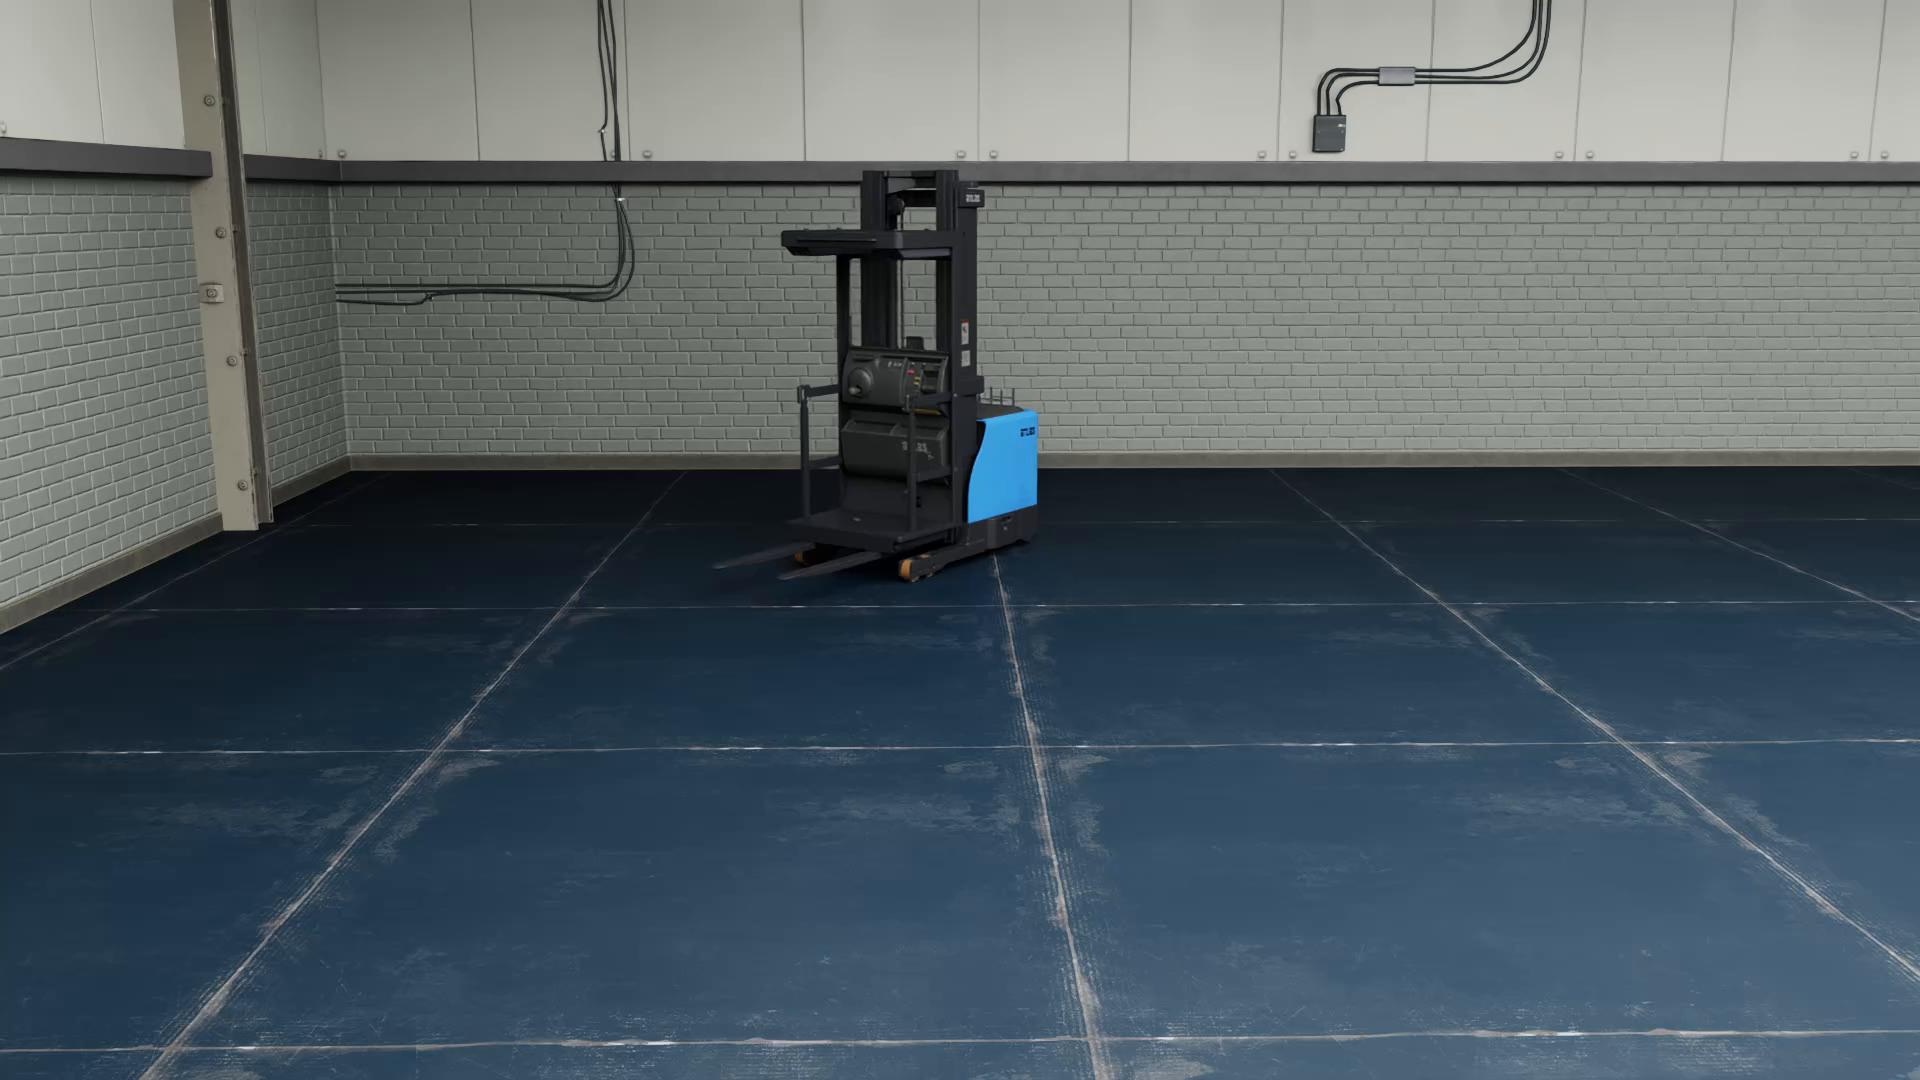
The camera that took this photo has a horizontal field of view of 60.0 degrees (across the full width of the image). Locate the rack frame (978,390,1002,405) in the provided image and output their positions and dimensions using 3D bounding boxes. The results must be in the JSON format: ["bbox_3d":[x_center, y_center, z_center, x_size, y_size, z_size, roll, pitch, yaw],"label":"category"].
[{"bbox_3d":[0.244,-0.644,13.715,0.240,1.200,0.006,8,14,34],"label":"rack frame"}]

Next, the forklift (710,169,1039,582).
[{"bbox_3d":[-0.608,-1.241,12.304,1.130,2.935,3.031,8,14,34],"label":"forklift"}]

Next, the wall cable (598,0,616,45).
[{"bbox_3d":[-2.105,-6.087,16.038,3.097,2.526,0.112,0,11,-1],"label":"wall cable"}]

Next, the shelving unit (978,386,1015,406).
[{"bbox_3d":[0.295,-0.659,13.789,0.258,1.200,0.189,8,14,34],"label":"shelving unit"}]

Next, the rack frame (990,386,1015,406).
[{"bbox_3d":[0.347,-0.674,13.863,0.240,1.200,0.006,8,14,34],"label":"rack frame"}]

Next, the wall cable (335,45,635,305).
[{"bbox_3d":[-4.810,-3.601,16.486,3.097,2.526,0.112,0,11,-1],"label":"wall cable"}]

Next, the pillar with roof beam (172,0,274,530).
[{"bbox_3d":[-1.767,-4.549,13.351,9.100,9.000,0.400,0,11,-1],"label":"pillar with roof beam"}]

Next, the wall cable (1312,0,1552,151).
[{"bbox_3d":[4.682,-6.825,16.015,2.305,6.003,0.169,0,11,-1],"label":"wall cable"}]
